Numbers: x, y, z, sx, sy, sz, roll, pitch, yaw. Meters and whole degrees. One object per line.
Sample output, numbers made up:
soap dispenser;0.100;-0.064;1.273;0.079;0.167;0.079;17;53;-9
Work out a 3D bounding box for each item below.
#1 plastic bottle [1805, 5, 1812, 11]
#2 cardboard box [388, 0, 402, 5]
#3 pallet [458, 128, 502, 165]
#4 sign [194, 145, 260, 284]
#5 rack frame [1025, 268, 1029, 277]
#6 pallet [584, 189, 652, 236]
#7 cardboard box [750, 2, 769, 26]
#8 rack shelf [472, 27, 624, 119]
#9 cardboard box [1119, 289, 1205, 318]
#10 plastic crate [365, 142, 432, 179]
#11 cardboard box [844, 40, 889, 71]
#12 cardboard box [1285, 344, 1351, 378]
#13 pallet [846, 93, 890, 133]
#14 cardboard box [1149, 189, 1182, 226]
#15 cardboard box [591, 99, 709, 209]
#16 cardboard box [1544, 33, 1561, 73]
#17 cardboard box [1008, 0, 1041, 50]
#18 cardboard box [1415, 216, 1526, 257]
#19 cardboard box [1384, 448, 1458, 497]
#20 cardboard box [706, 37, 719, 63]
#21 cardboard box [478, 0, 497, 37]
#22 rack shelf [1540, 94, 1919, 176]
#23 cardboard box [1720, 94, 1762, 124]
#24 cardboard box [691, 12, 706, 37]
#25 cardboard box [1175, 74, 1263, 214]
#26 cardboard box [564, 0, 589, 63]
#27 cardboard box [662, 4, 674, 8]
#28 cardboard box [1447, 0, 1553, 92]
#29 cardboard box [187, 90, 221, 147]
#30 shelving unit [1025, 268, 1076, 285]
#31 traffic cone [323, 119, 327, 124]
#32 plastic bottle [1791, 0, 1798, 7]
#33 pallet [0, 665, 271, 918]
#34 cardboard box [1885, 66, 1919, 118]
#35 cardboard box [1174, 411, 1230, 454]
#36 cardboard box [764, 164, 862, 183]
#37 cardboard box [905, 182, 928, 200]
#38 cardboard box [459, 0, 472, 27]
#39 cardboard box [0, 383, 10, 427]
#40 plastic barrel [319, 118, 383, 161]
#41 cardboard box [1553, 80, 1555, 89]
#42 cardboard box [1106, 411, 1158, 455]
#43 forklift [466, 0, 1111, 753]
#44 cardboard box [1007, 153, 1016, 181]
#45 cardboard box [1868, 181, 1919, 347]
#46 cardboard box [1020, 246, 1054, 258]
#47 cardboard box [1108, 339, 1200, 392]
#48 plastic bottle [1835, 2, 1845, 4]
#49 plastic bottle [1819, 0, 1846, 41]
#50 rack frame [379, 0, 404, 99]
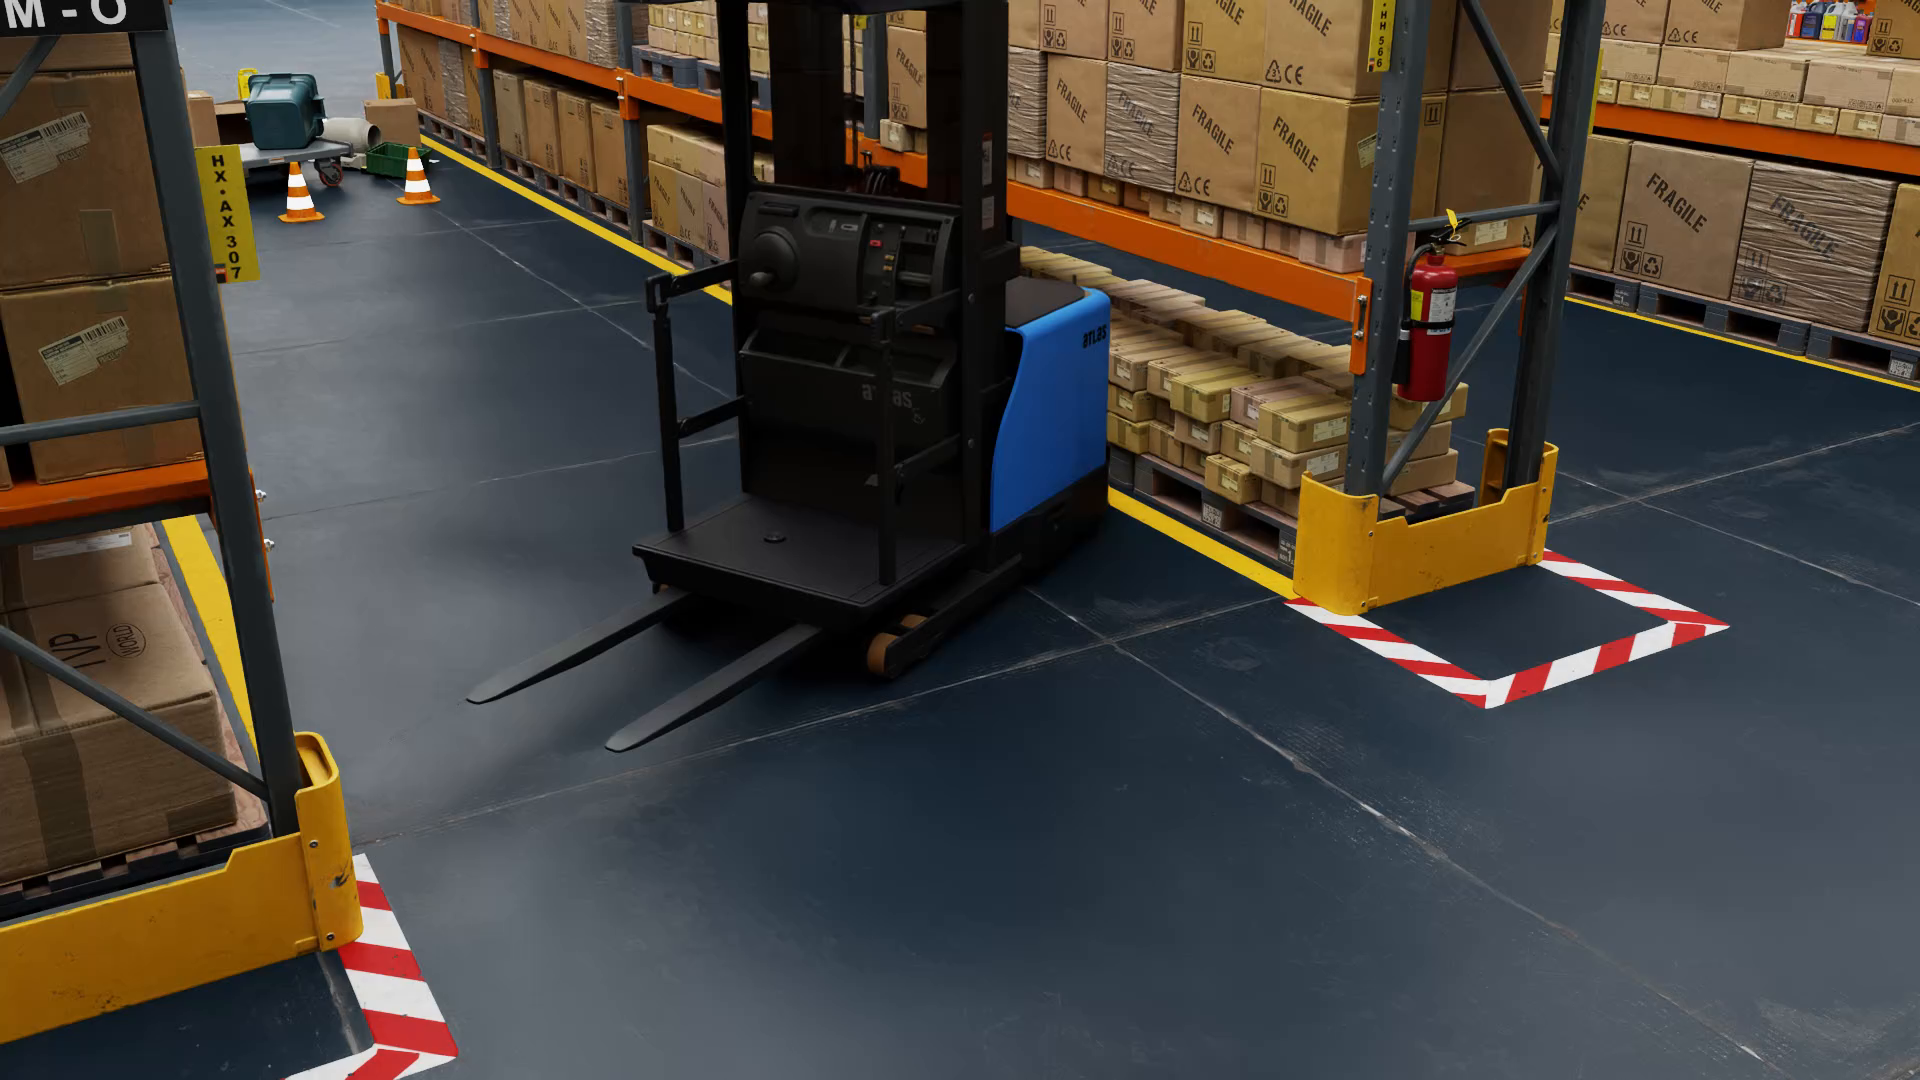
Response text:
plastic bottle;7.670;-4.709;15.084;0.097;0.271;0.097;0;22;0
cardboard box;-5.980;-6.360;18.777;0.875;0.550;0.550;-13;25;-28
pallet;-4.486;-4.077;17.061;1.003;0.211;1.213;-13;25;-28
sign;-1.759;-0.781;3.994;0.100;0.325;0.005;-13;25;-28
rack frame;0.258;-0.718;7.685;0.008;1.050;0.200;13;25;29
pallet;-2.459;-2.791;13.897;1.003;0.211;1.213;-13;25;-28
cardboard box;-1.116;-3.386;10.644;0.380;0.149;0.250;-14;26;-31
rack shelf;-3.143;-4.127;14.436;1.077;0.370;4.000;-13;25;-28
cardboard box;1.057;-1.194;8.704;0.380;0.149;0.250;-14;26;-30
plastic crate;-5.380;-3.636;15.931;0.450;0.188;0.662;9;22;-4
cardboard box;-0.451;-2.825;9.658;0.380;0.149;0.250;-12;25;-27
cardboard box;1.727;-0.780;7.684;0.380;0.149;0.250;-13;25;-28
pallet;-0.344;-2.704;10.236;1.003;0.211;1.213;-13;25;-28
cardboard box;1.060;-1.493;7.334;0.380;0.149;0.250;-14;26;-31
cardboard box;-2.355;-3.179;13.580;1.050;0.750;0.750;-13;25;-29
cardboard box;4.252;-3.305;11.263;0.500;0.250;0.500;-13;26;-29
cardboard box;0.451;-2.638;7.963;0.500;0.500;0.500;-12;25;-27
cardboard box;2.081;-1.274;6.797;0.380;0.149;0.250;-13;25;-29
cardboard box;1.973;-0.328;7.363;0.380;0.149;0.250;-12;25;-27
cardboard box;-1.514;-3.360;11.371;0.380;0.149;0.250;-12;25;-27
cardboard box;-4.128;-4.932;15.329;0.500;0.500;0.500;-12;25;-28
rack shelf;5.259;-2.458;10.332;1.077;0.370;4.000;-13;25;-28
cardboard box;4.900;-2.659;10.203;0.380;0.149;0.250;-13;26;-30
cardboard box;-1.639;-3.579;11.513;0.380;0.149;0.250;-12;25;-28
cardboard box;1.256;-1.671;6.910;0.500;0.500;0.500;-13;26;-29
cardboard box;-2.836;-4.115;13.319;0.500;0.500;0.500;-13;25;-28
cardboard box;-1.912;-3.893;11.892;0.380;0.149;0.250;-13;26;-30
cardboard box;1.964;-2.067;6.557;0.500;0.500;0.500;-13;25;-29
cardboard box;-6.854;-3.668;14.665;0.500;0.500;0.500;-13;25;-28
shelving unit;0.362;-0.694;7.625;0.252;1.050;0.215;13;25;29
traffic cone;-7.158;-4.782;18.462;0.336;0.463;0.334;-13;25;-28
plastic bottle;7.910;-5.004;15.811;0.097;0.271;0.097;0;22;0
pallet;-2.715;0.810;5.039;1.003;0.211;1.213;-13;25;-28
cardboard box;5.546;-2.483;9.240;0.500;0.250;0.500;-13;26;-29
cardboard box;1.183;-0.518;7.437;0.380;0.149;0.250;-14;26;-30
cardboard box;-0.927;-2.263;10.662;0.500;0.250;0.500;-11;25;-26
cardboard box;-0.229;-2.192;10.486;0.500;0.250;0.500;-14;26;-31
cardboard box;-4.364;-5.294;16.153;0.875;0.550;0.550;-13;25;-28
cardboard box;-2.956;-0.555;4.561;0.500;0.500;0.500;-13;26;-29
plastic barrel;-6.063;-3.986;16.556;0.512;0.421;0.421;4;22;9
cardboard box;4.237;-3.078;11.234;0.380;0.149;0.250;-14;26;-30
cardboard box;0.916;-0.541;7.887;0.380;0.149;0.250;-14;26;-31
forklift;-0.542;-1.051;6.004;1.130;2.935;3.031;13;26;29
cardboard box;0.369;-1.918;8.380;0.380;0.149;0.250;-12;25;-27
cardboard box;5.885;-1.546;9.396;0.875;0.875;0.875;-13;25;-28
cardboard box;0.327;-1.602;9.708;0.380;0.149;0.250;-12;25;-27
cardboard box;0.893;-0.819;7.781;0.380;0.149;0.250;-12;25;-26
plastic bottle;8.114;-4.857;15.442;0.152;0.276;0.135;-13;25;-28
plastic bottle;7.745;-4.604;14.719;0.144;0.351;0.185;-13;25;-28
rack frame;-6.208;-6.402;19.079;1.000;3.000;0.127;-13;25;-28
